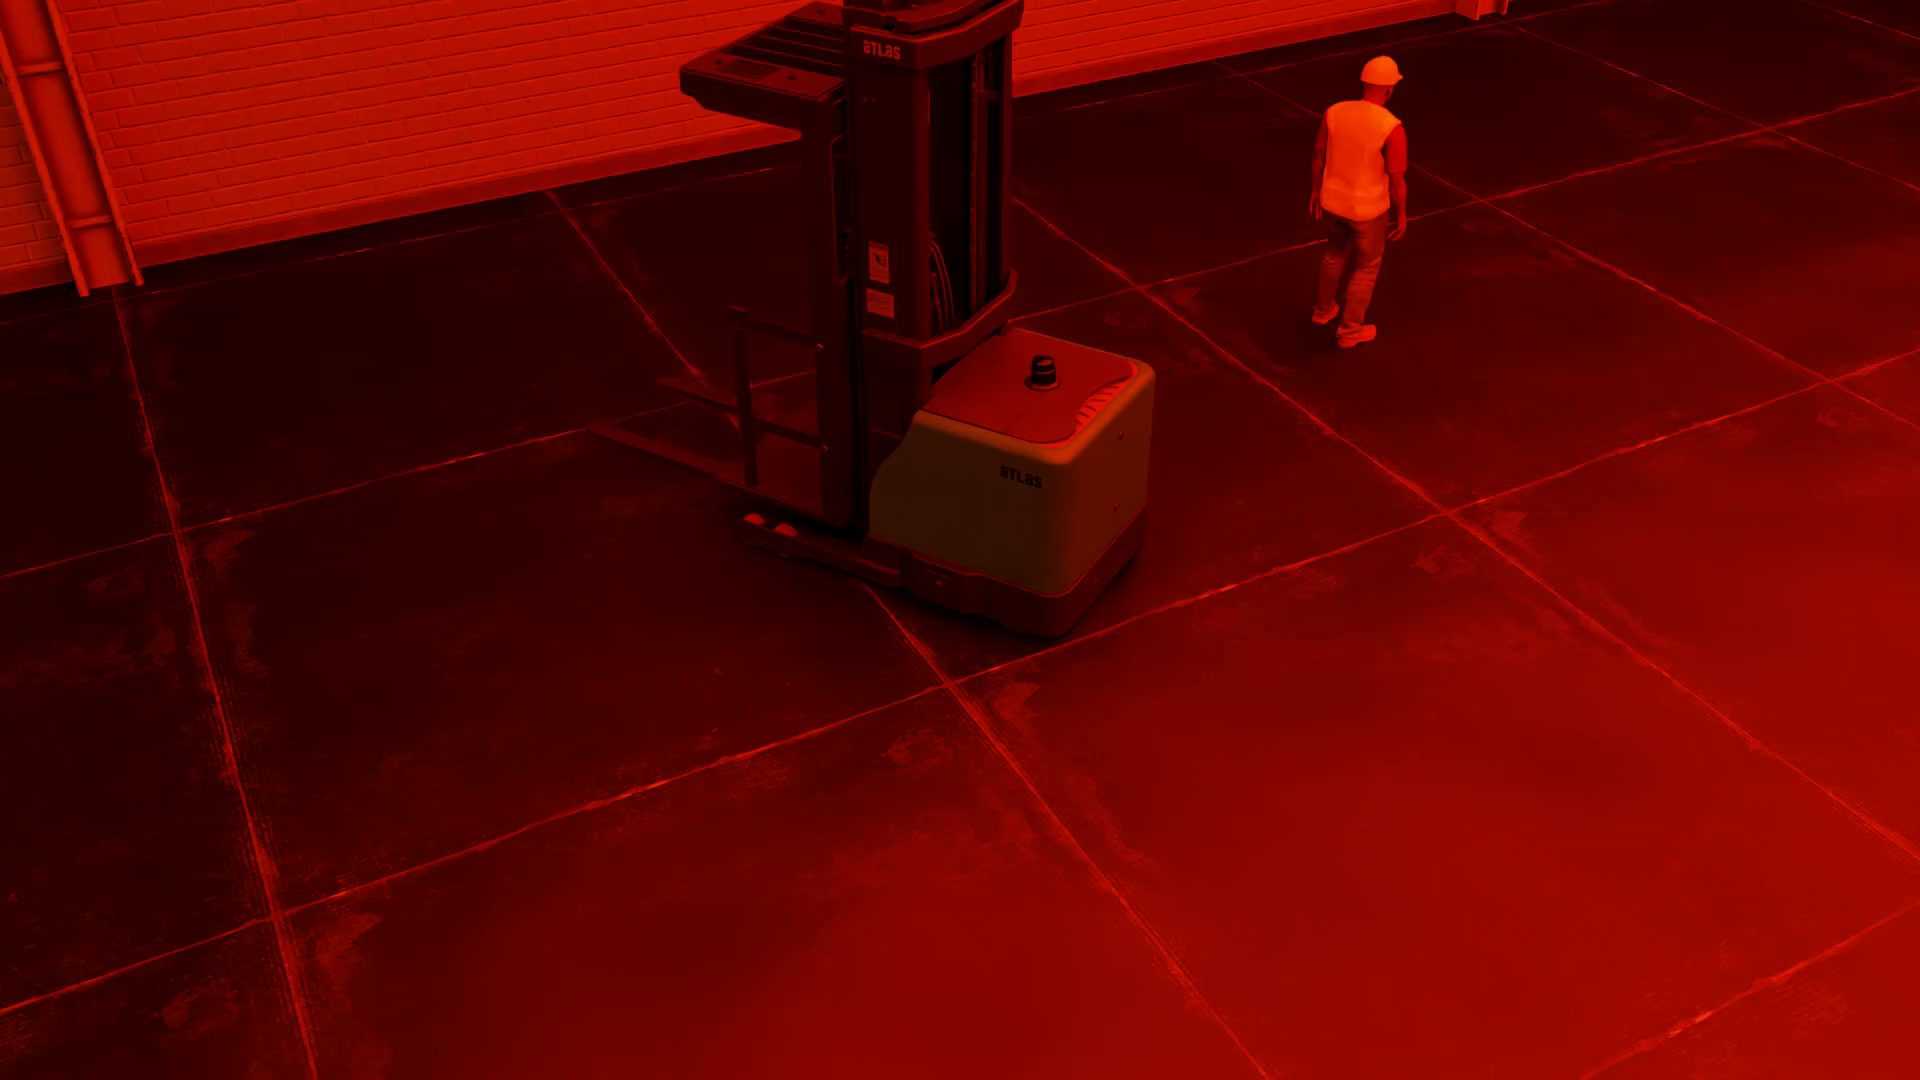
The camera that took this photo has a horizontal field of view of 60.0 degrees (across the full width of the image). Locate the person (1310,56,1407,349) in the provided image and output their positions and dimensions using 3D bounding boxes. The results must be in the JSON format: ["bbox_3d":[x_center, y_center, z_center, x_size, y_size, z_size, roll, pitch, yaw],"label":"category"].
[{"bbox_3d":[2.424,-2.038,10.041,0.470,1.772,0.646,-27,44,-33],"label":"person"}]

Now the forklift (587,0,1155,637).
[{"bbox_3d":[-0.580,-1.356,8.041,3.031,2.935,1.130,18,39,24],"label":"forklift"}]
